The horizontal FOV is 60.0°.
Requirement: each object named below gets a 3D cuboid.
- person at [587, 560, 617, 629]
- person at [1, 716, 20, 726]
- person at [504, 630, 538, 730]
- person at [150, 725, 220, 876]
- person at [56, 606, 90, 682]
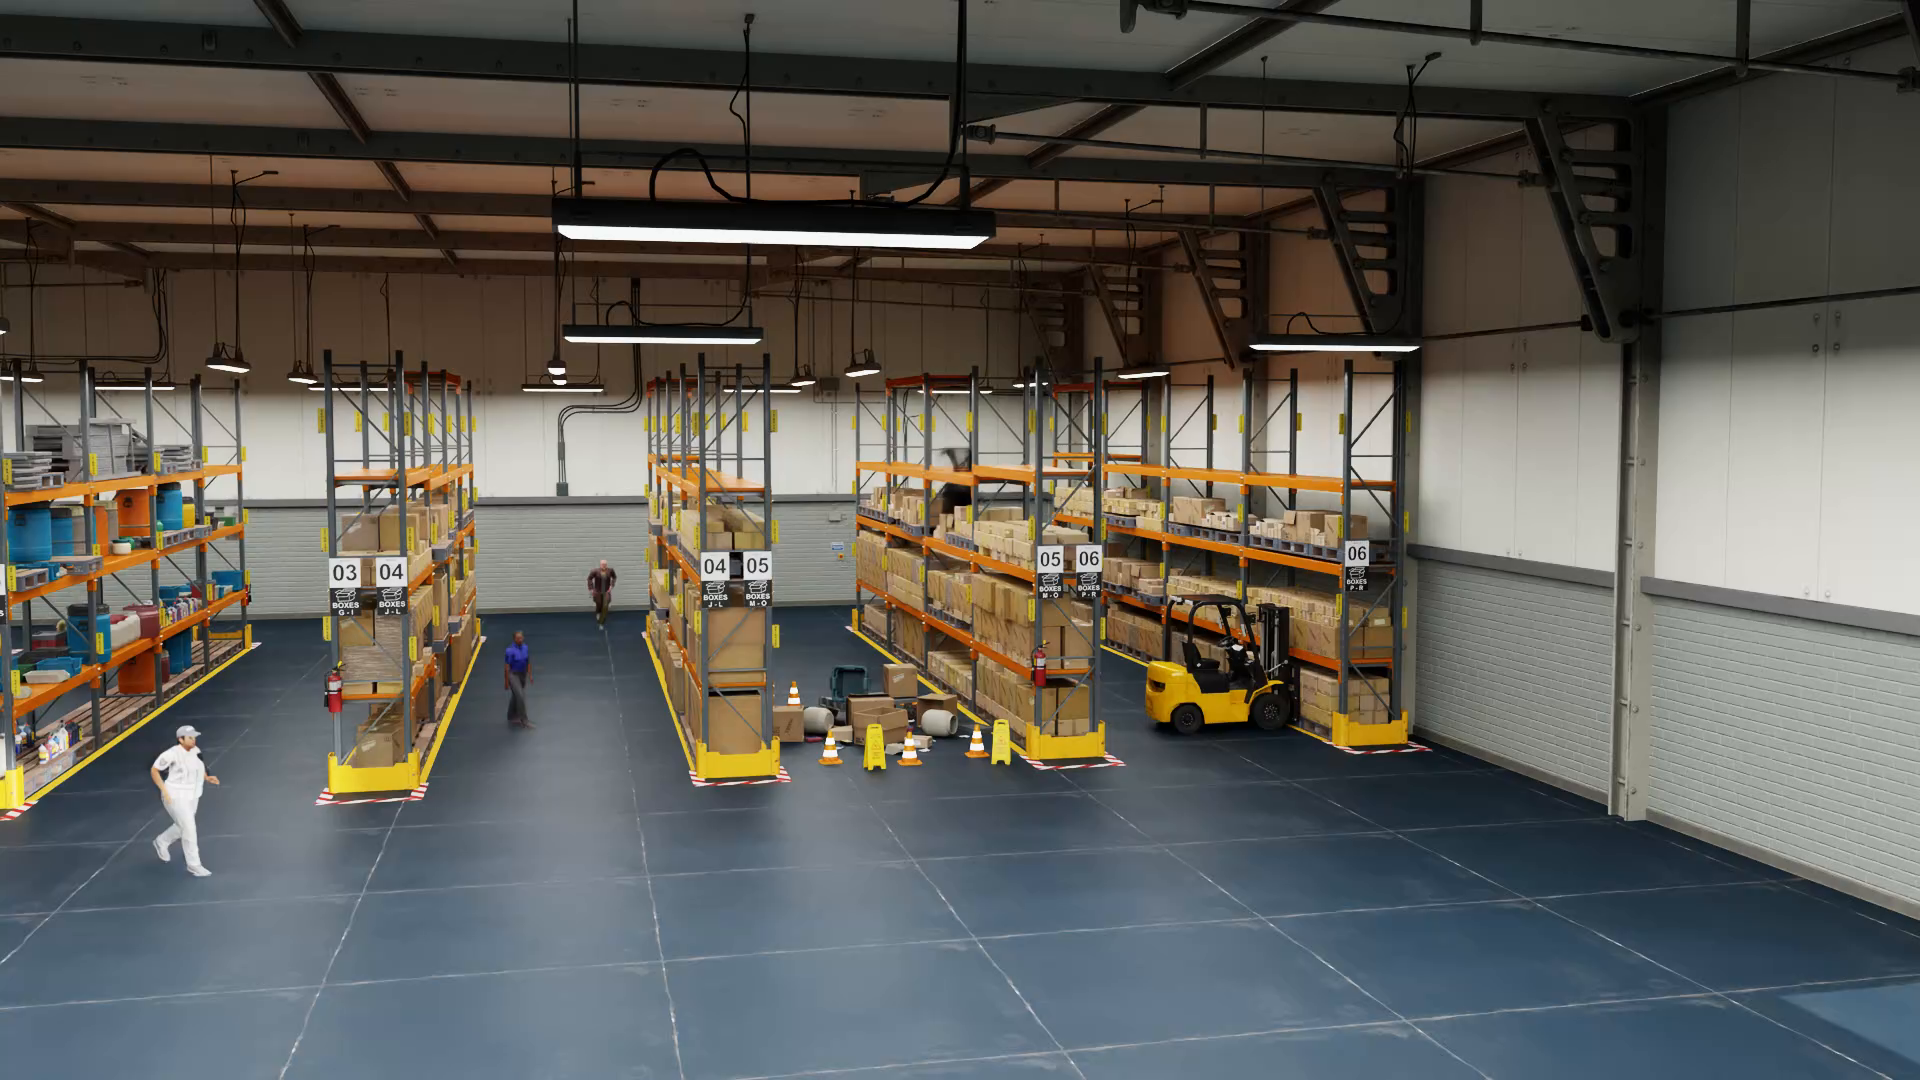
[{"bbox_3d":[-8.829,1.321,40.977,0.714,1.725,0.869,-2,4,-24],"label":"person"},{"bbox_3d":[-15.033,2.422,26.029,0.626,1.533,0.712,-2,5,-28],"label":"person"},{"bbox_3d":[-7.279,2.293,27.540,0.853,1.609,0.543,2,5,28],"label":"person"},{"bbox_3d":[-8.733,2.897,18.596,0.886,1.678,0.581,1,4,17],"label":"person"},{"bbox_3d":[-16.863,2.014,31.686,0.625,1.588,0.829,-3,5,-38],"label":"person"}]
